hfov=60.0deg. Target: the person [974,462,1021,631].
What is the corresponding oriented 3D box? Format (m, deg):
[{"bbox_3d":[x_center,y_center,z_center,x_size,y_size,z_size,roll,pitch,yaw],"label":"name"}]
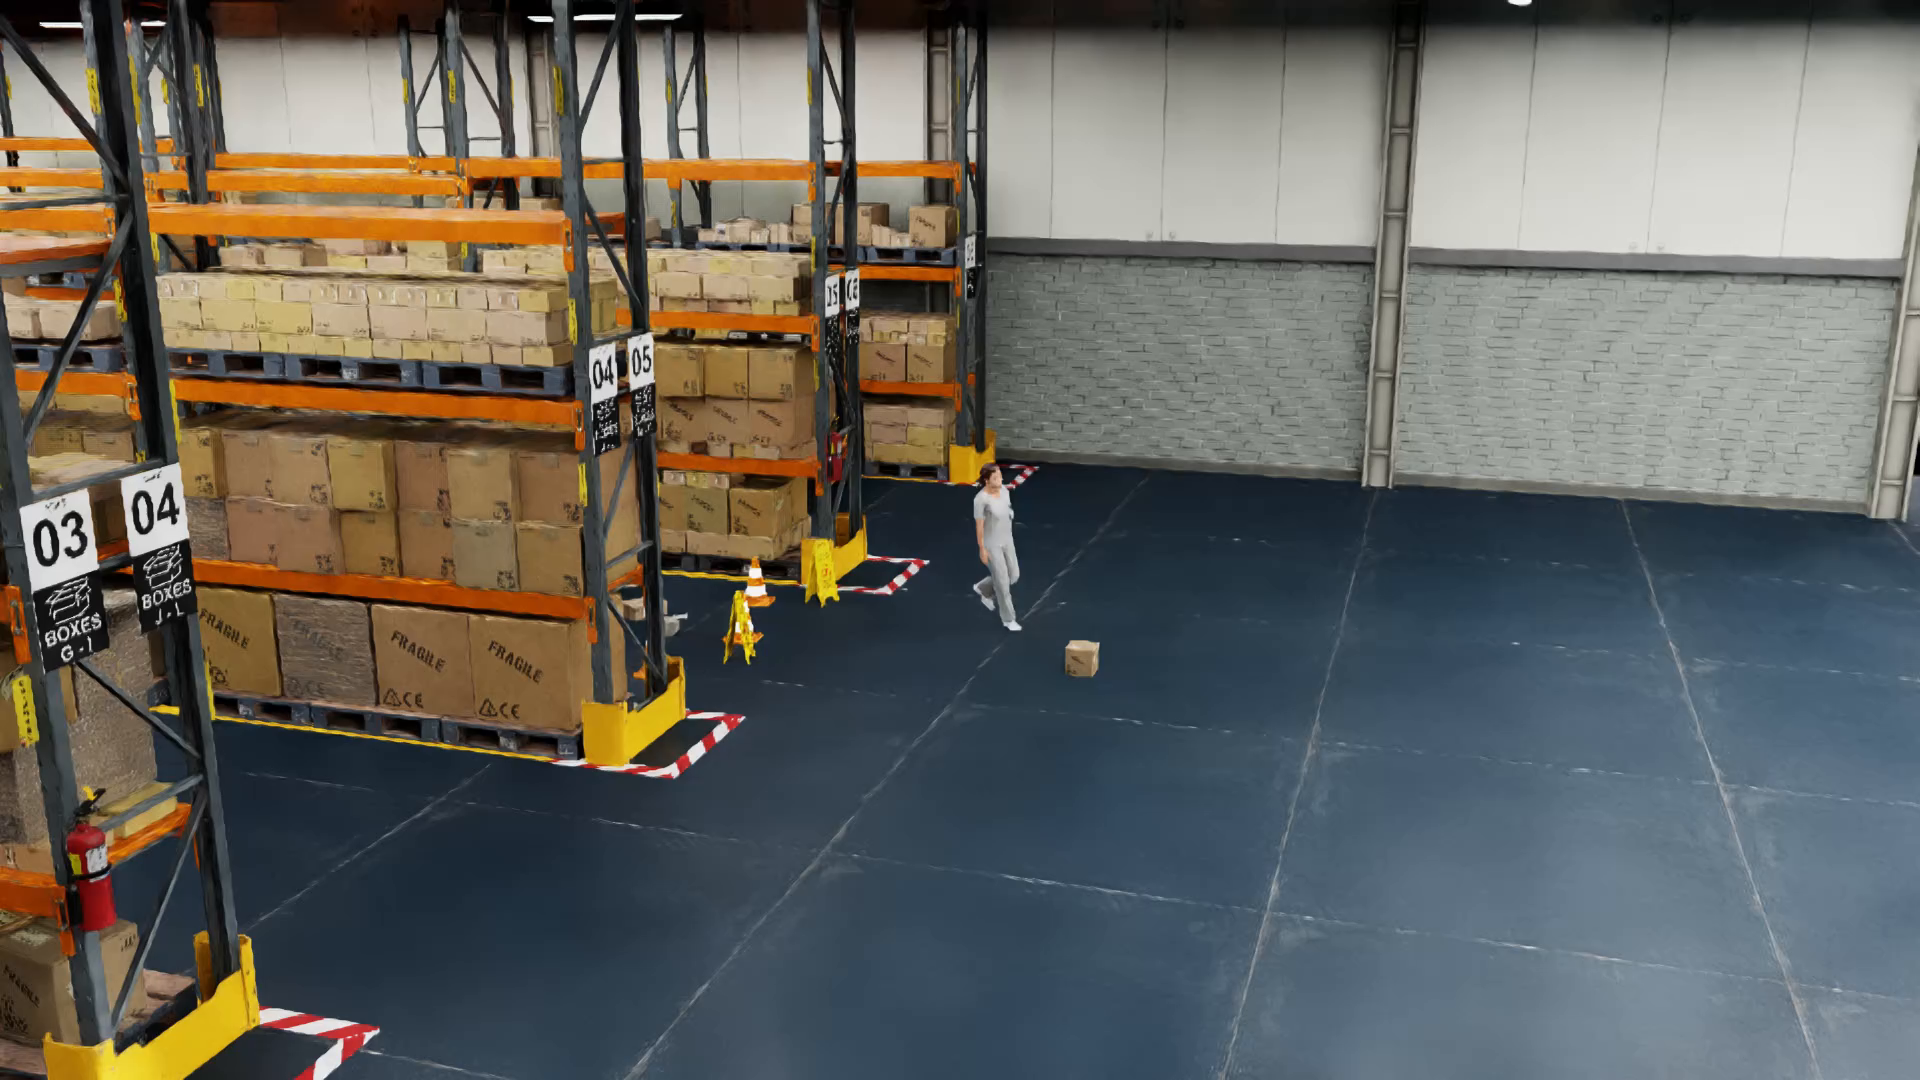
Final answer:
[{"bbox_3d":[0.299,0.029,15.873,0.506,1.641,0.750,-12,19,-37],"label":"person"}]
